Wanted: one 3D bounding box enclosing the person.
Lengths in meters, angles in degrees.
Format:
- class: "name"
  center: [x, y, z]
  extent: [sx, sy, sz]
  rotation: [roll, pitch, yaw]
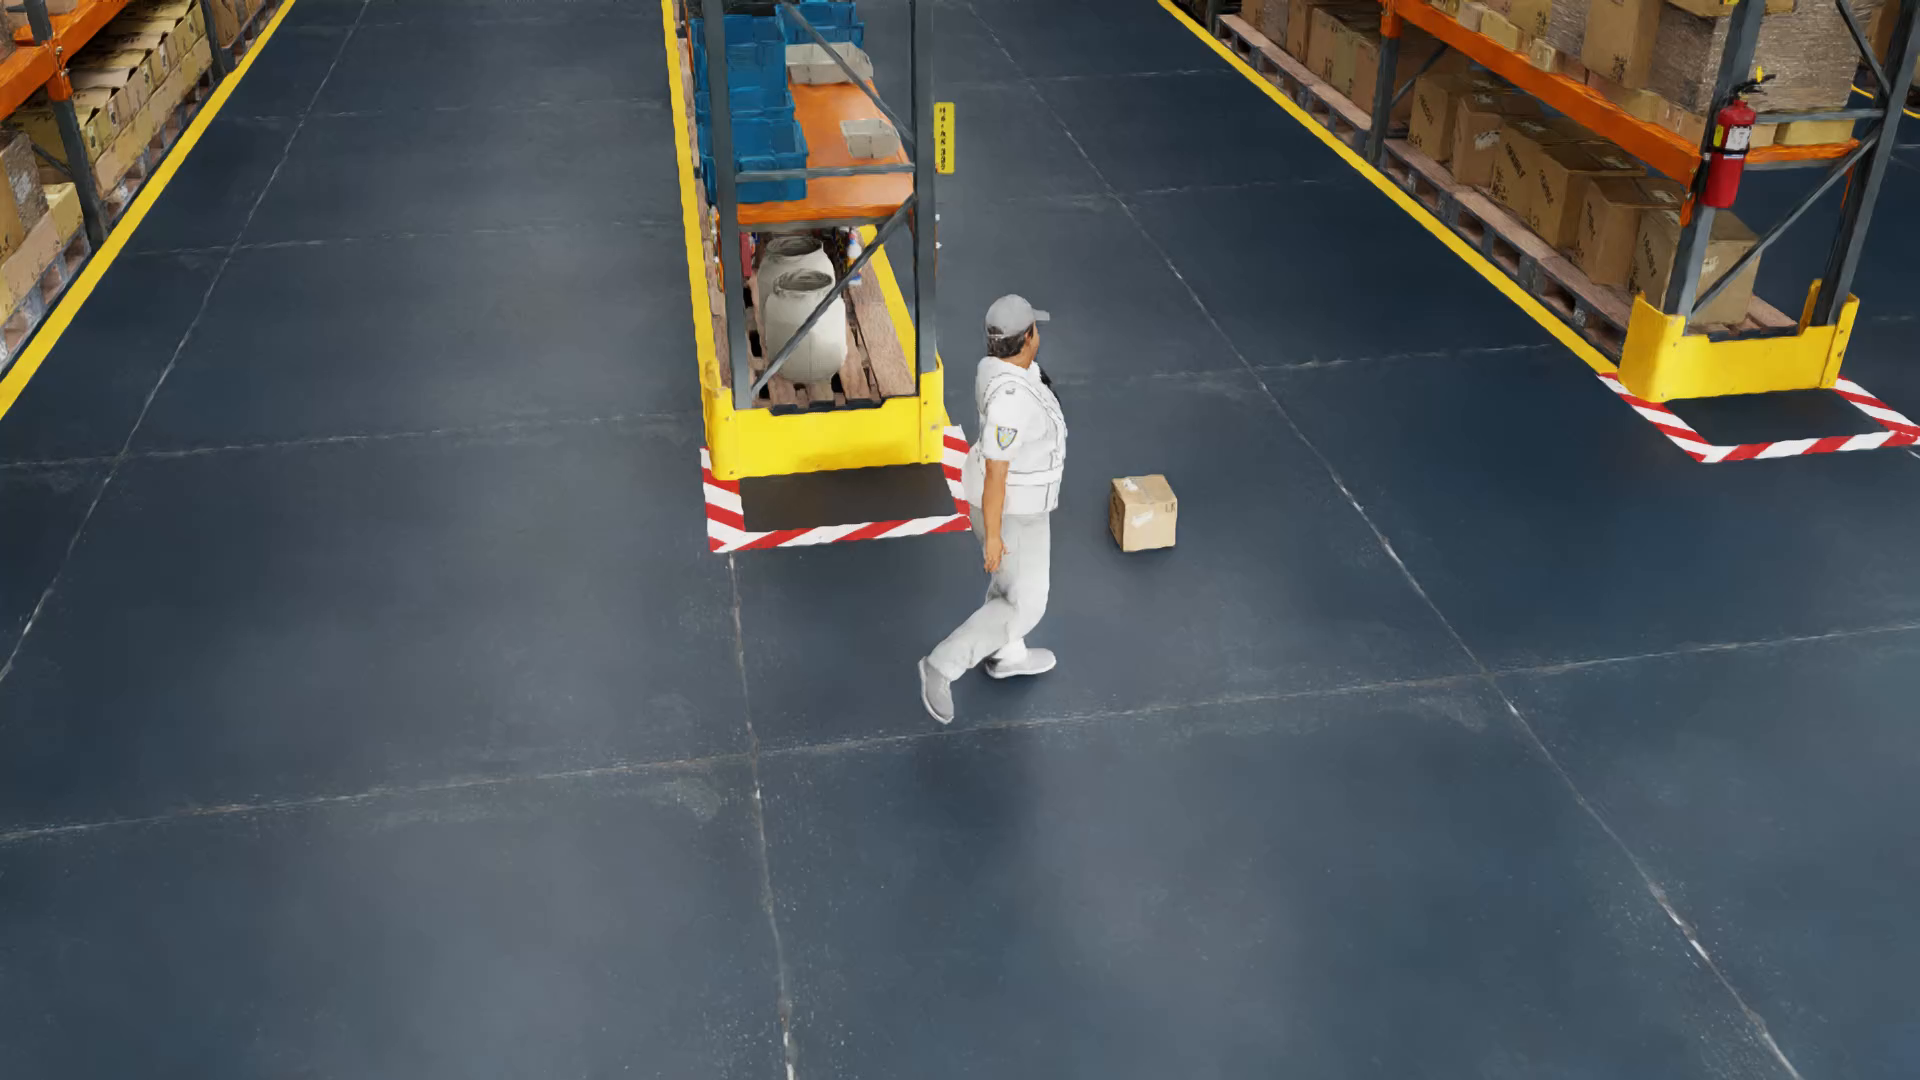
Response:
- class: "person"
  center: [0.119, -0.095, 6.298]
  extent: [0.586, 1.659, 0.681]
  rotation: [-2, 31, -4]
